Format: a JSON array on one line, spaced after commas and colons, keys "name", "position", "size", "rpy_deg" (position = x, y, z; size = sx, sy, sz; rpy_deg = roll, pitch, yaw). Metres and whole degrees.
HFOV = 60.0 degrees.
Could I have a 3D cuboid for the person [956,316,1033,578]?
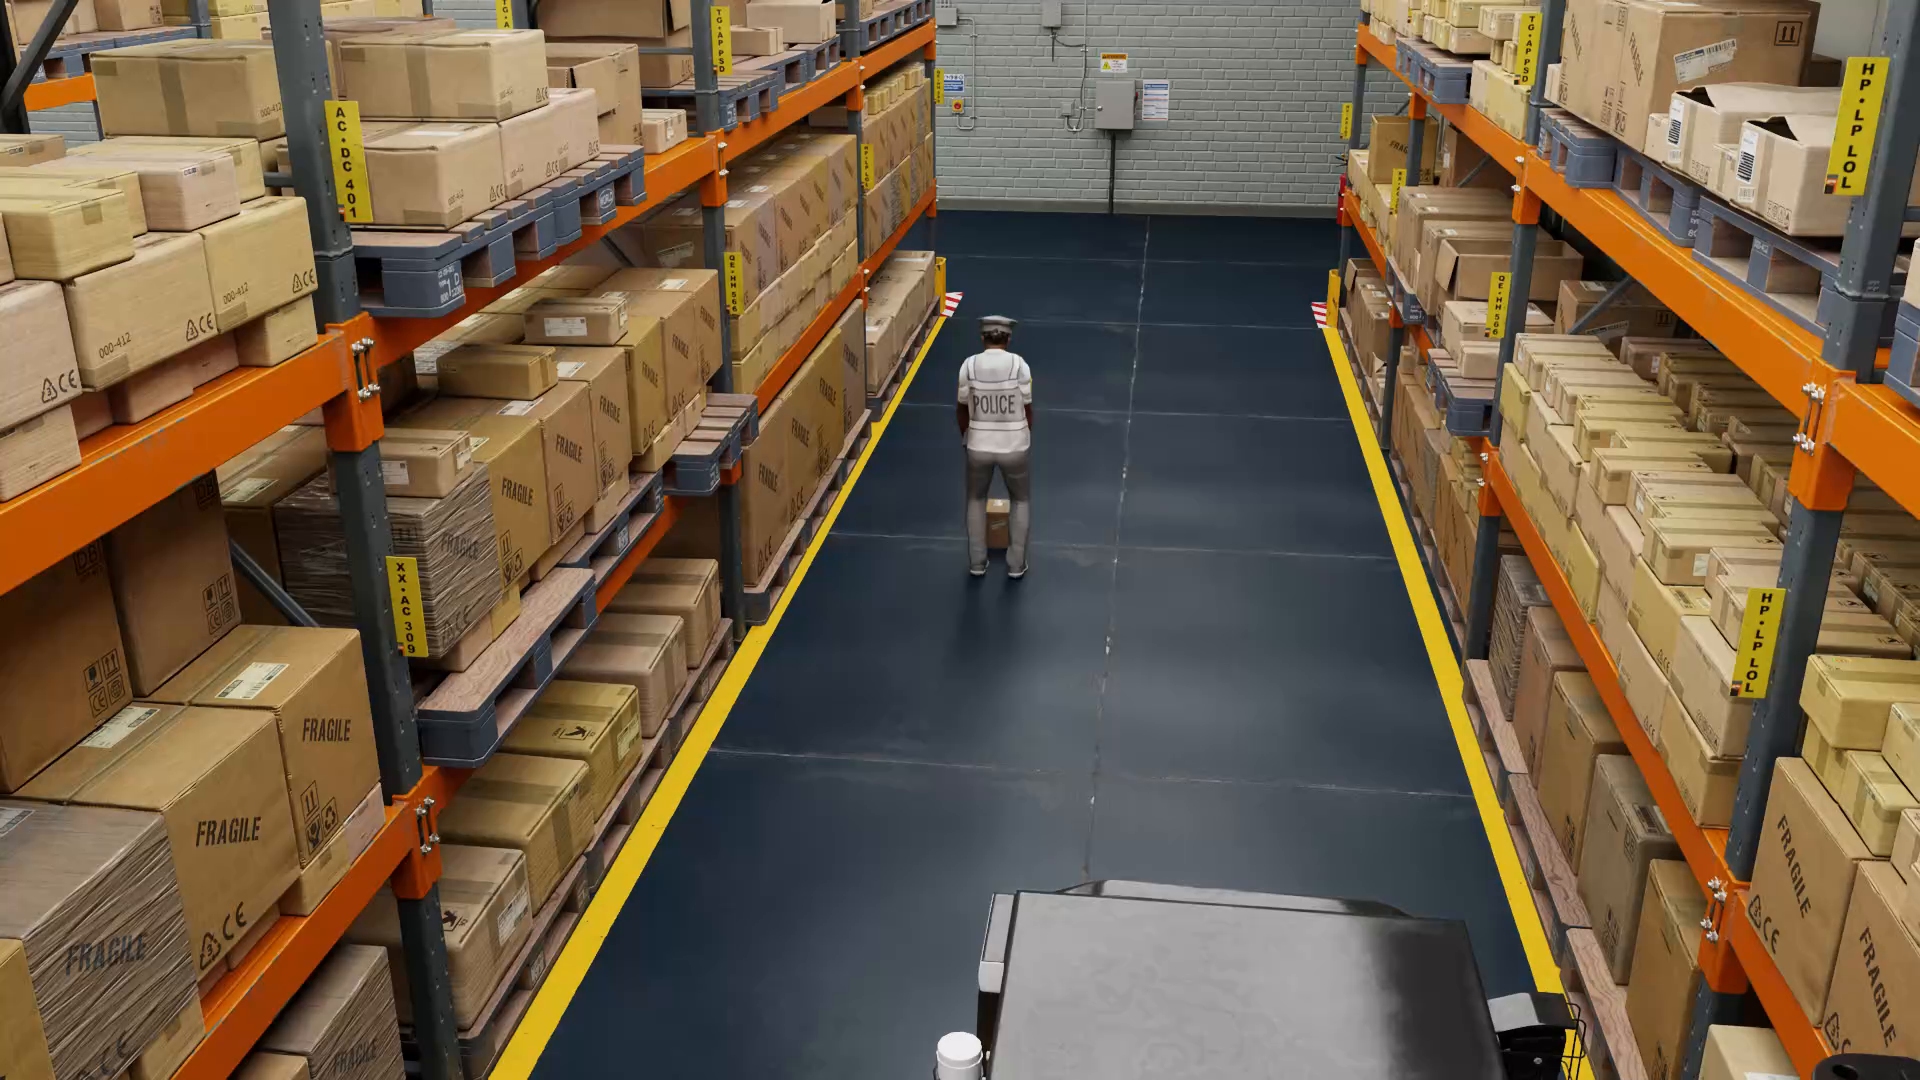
[{"name": "person", "position": [0.207, -0.559, 10.119], "size": [0.465, 1.604, 0.479], "rpy_deg": [3, 22, 8]}]
